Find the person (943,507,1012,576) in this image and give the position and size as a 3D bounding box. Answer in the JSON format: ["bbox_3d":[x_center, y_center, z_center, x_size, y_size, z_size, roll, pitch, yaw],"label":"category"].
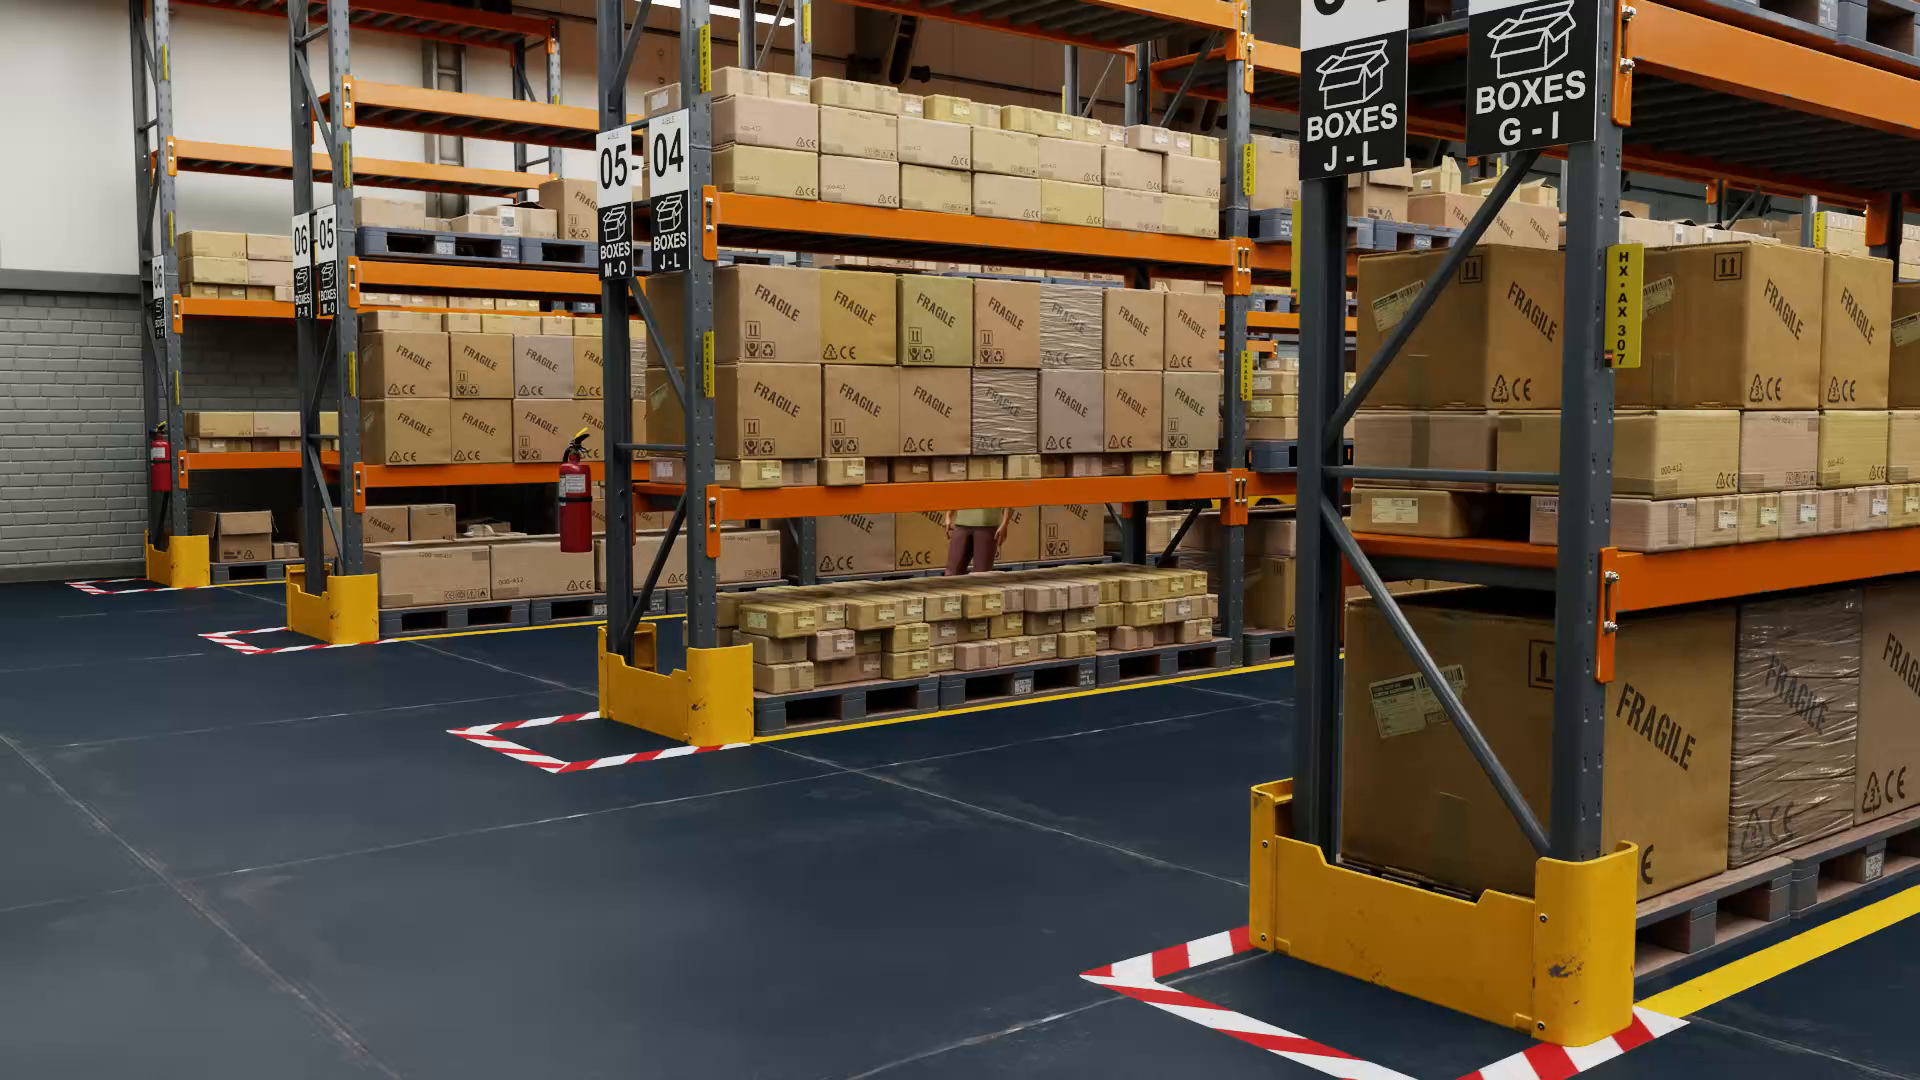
[{"bbox_3d":[0.077,0.046,12.114,0.554,1.428,0.523,3,5,32],"label":"person"}]
